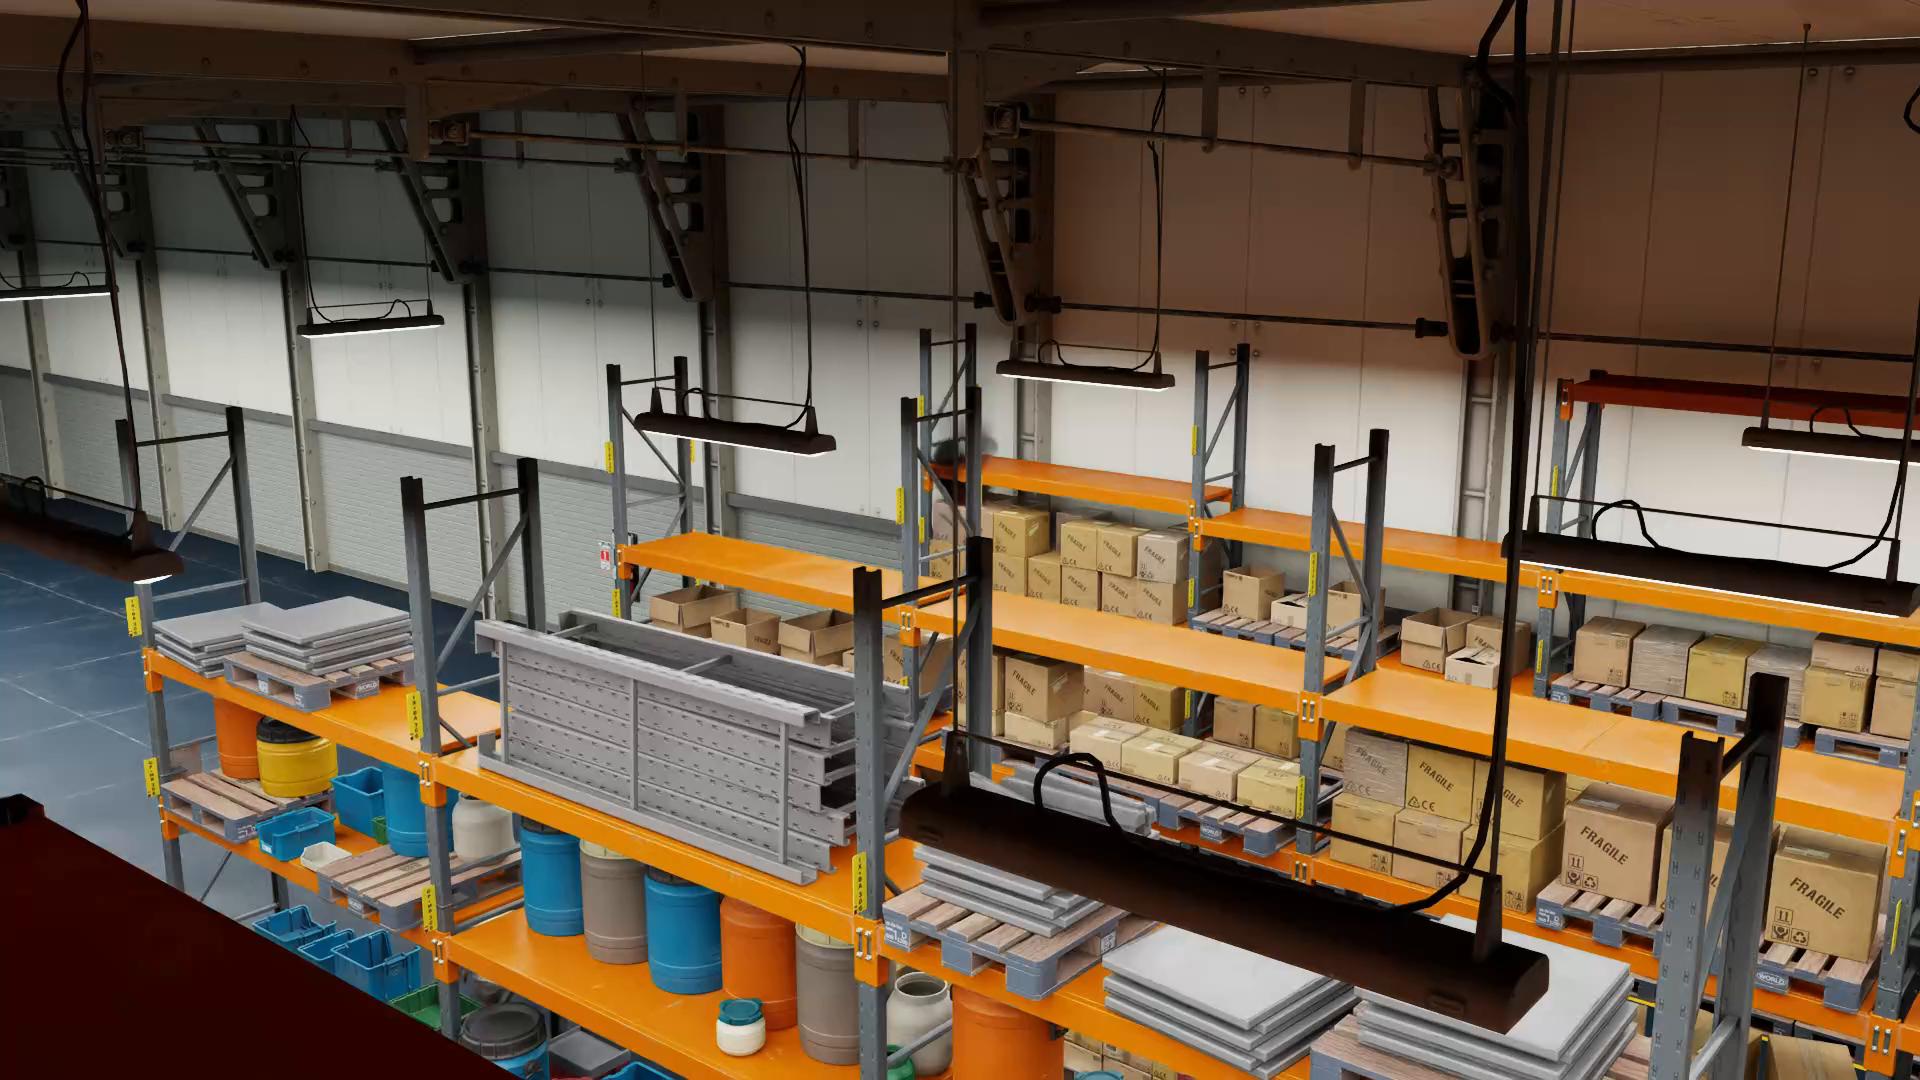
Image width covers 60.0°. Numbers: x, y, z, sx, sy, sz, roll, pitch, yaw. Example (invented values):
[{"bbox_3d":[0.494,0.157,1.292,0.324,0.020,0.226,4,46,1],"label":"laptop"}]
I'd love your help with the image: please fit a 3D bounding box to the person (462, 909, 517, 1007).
[{"bbox_3d":[-4.206,3.899,15.061,0.609,1.728,0.707,10,16,38],"label":"person"}]
